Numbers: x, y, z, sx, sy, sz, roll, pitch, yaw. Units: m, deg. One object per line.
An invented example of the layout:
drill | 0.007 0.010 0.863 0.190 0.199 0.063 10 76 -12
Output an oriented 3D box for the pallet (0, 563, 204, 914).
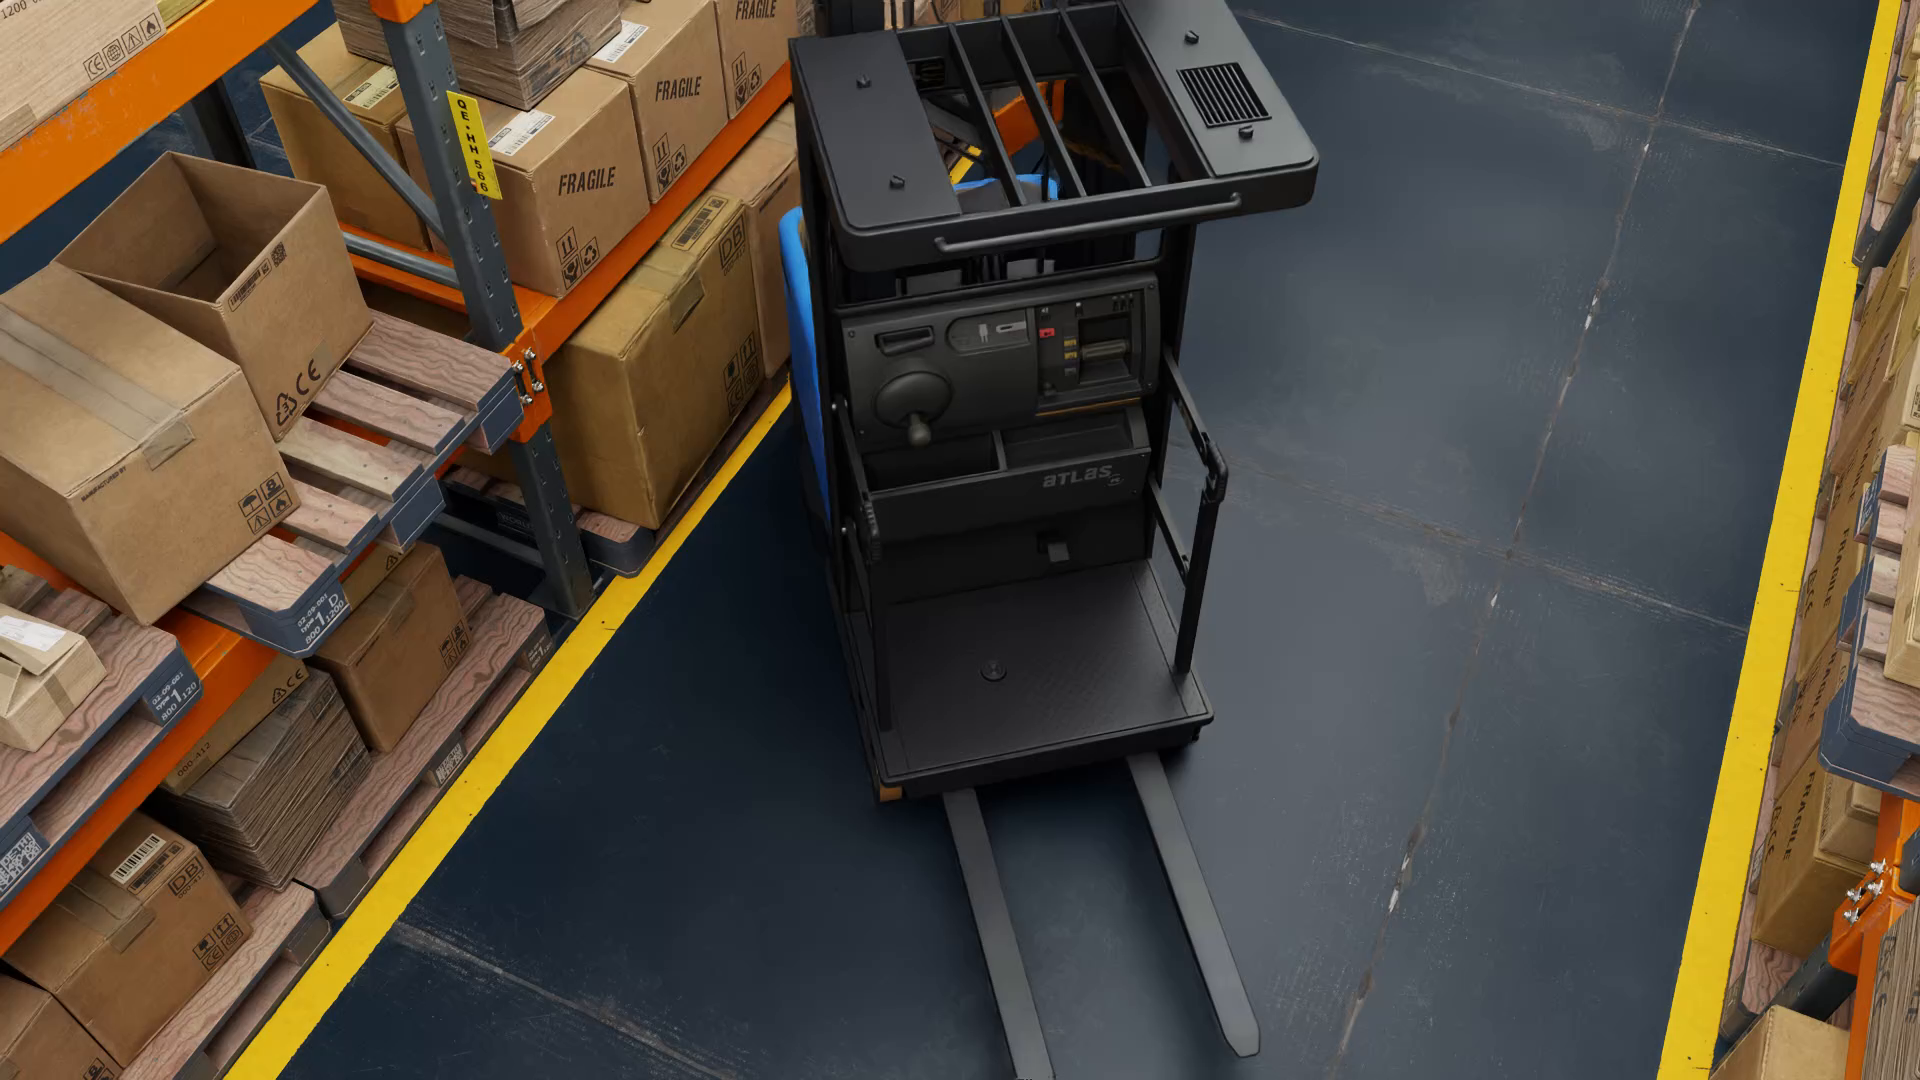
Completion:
pallet | -2.611 0.560 3.930 1.003 0.211 1.213 20 52 16

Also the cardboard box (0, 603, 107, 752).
cardboard box | -2.270 0.265 3.868 0.396 0.266 0.258 18 52 15

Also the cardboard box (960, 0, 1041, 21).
cardboard box | -0.348 -2.633 7.641 1.225 0.875 0.875 20 52 16

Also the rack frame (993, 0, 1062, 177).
rack frame | 0.274 -1.728 6.342 0.400 2.100 0.015 33 57 25

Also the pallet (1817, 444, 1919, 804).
pallet | 2.848 0.341 4.116 1.213 0.211 1.003 20 52 16

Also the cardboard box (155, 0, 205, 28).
cardboard box | -1.783 -1.395 3.596 0.500 0.250 0.500 20 52 16

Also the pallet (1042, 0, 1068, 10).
pallet | 0.303 -3.228 8.858 1.003 0.211 1.213 20 52 16

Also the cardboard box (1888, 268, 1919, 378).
cardboard box | 3.569 -0.728 5.773 0.500 0.250 0.500 21 53 17

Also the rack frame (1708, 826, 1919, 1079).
rack frame | 2.639 0.805 3.596 1.000 3.000 0.127 20 52 16

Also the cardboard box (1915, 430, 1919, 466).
cardboard box | 2.762 -0.257 4.389 0.380 0.149 0.250 19 52 16

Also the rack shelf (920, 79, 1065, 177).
rack shelf | 0.115 -1.578 6.232 0.431 0.518 0.480 33 57 25

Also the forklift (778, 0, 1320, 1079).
forklift | 0.180 -0.413 4.677 1.130 2.935 3.031 -10 50 -9

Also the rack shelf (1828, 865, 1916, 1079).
rack shelf | 1.785 2.415 2.698 1.077 0.370 4.000 20 52 16

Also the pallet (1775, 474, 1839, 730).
pallet | 3.497 0.334 5.827 1.003 0.211 1.213 20 52 16

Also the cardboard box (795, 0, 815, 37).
cardboard box | -0.699 -2.211 6.096 0.500 0.500 0.500 20 52 16

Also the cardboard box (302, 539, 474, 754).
cardboard box | -2.070 0.257 5.414 0.700 0.500 0.500 17 52 14

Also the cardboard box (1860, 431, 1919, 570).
cardboard box | 3.132 -0.017 5.168 0.500 0.250 0.500 21 53 17

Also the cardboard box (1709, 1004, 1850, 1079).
cardboard box | 2.298 1.788 3.961 1.050 0.750 0.750 19 52 16

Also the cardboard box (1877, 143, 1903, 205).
cardboard box | 4.208 -1.543 7.189 0.380 0.149 0.250 20 53 17

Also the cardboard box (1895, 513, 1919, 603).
cardboard box | 2.542 0.090 4.093 0.380 0.149 0.250 20 52 16

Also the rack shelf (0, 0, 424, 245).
rack shelf | -2.656 -0.240 2.988 1.077 0.370 4.000 20 52 16

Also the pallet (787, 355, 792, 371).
pallet | -0.874 -1.330 7.243 1.003 0.211 1.213 20 52 16

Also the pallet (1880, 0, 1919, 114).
pallet | 5.123 -2.363 8.122 1.003 0.211 1.213 20 52 16

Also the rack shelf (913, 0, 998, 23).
rack shelf | 0.115 -2.031 5.699 0.431 0.518 0.480 33 57 25

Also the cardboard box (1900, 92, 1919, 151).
cardboard box | 4.300 -1.769 7.187 0.380 0.149 0.250 18 52 14

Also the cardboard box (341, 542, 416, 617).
cardboard box | -2.061 0.017 5.126 0.500 0.250 0.500 22 53 18

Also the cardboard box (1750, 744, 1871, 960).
cardboard box | 2.684 0.940 4.846 0.500 0.500 0.500 20 52 16

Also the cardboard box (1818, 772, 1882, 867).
cardboard box | 2.695 0.679 4.576 0.500 0.250 0.500 19 52 15

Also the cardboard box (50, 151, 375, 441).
cardboard box | -1.996 -0.662 4.503 0.500 0.500 0.500 14 51 12

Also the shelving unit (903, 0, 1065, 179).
shelving unit | 0.115 -1.587 6.221 0.431 2.100 0.503 33 57 25

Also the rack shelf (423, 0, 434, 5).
rack shelf | -0.947 -2.995 5.332 1.077 0.370 4.000 20 52 16

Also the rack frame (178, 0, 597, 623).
rack frame | -1.802 -0.879 5.028 1.000 3.000 0.127 20 52 16

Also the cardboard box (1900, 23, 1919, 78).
cardboard box | 4.650 -2.256 7.796 0.380 0.149 0.250 20 52 16

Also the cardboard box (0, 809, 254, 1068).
cardboard box | -2.531 1.035 4.752 0.700 0.500 0.500 24 54 19

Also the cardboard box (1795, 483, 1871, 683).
cardboard box | 3.121 0.215 5.463 0.500 0.500 0.500 18 52 14

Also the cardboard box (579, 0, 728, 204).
cardboard box | -1.130 -1.513 5.502 0.500 0.500 0.500 19 52 15

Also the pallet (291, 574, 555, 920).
pallet | -2.137 0.563 5.633 1.003 0.211 1.213 20 52 16

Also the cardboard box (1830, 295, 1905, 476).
cardboard box | 3.568 -0.488 6.062 0.500 0.500 0.500 22 53 18

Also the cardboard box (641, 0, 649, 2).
cardboard box | -1.194 -2.182 5.413 0.797 0.503 0.637 21 53 17

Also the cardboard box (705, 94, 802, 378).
cardboard box | -1.100 -1.406 6.596 1.225 0.875 0.875 20 52 16

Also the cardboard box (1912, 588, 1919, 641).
cardboard box | 2.439 0.165 3.834 0.380 0.149 0.250 21 53 17
